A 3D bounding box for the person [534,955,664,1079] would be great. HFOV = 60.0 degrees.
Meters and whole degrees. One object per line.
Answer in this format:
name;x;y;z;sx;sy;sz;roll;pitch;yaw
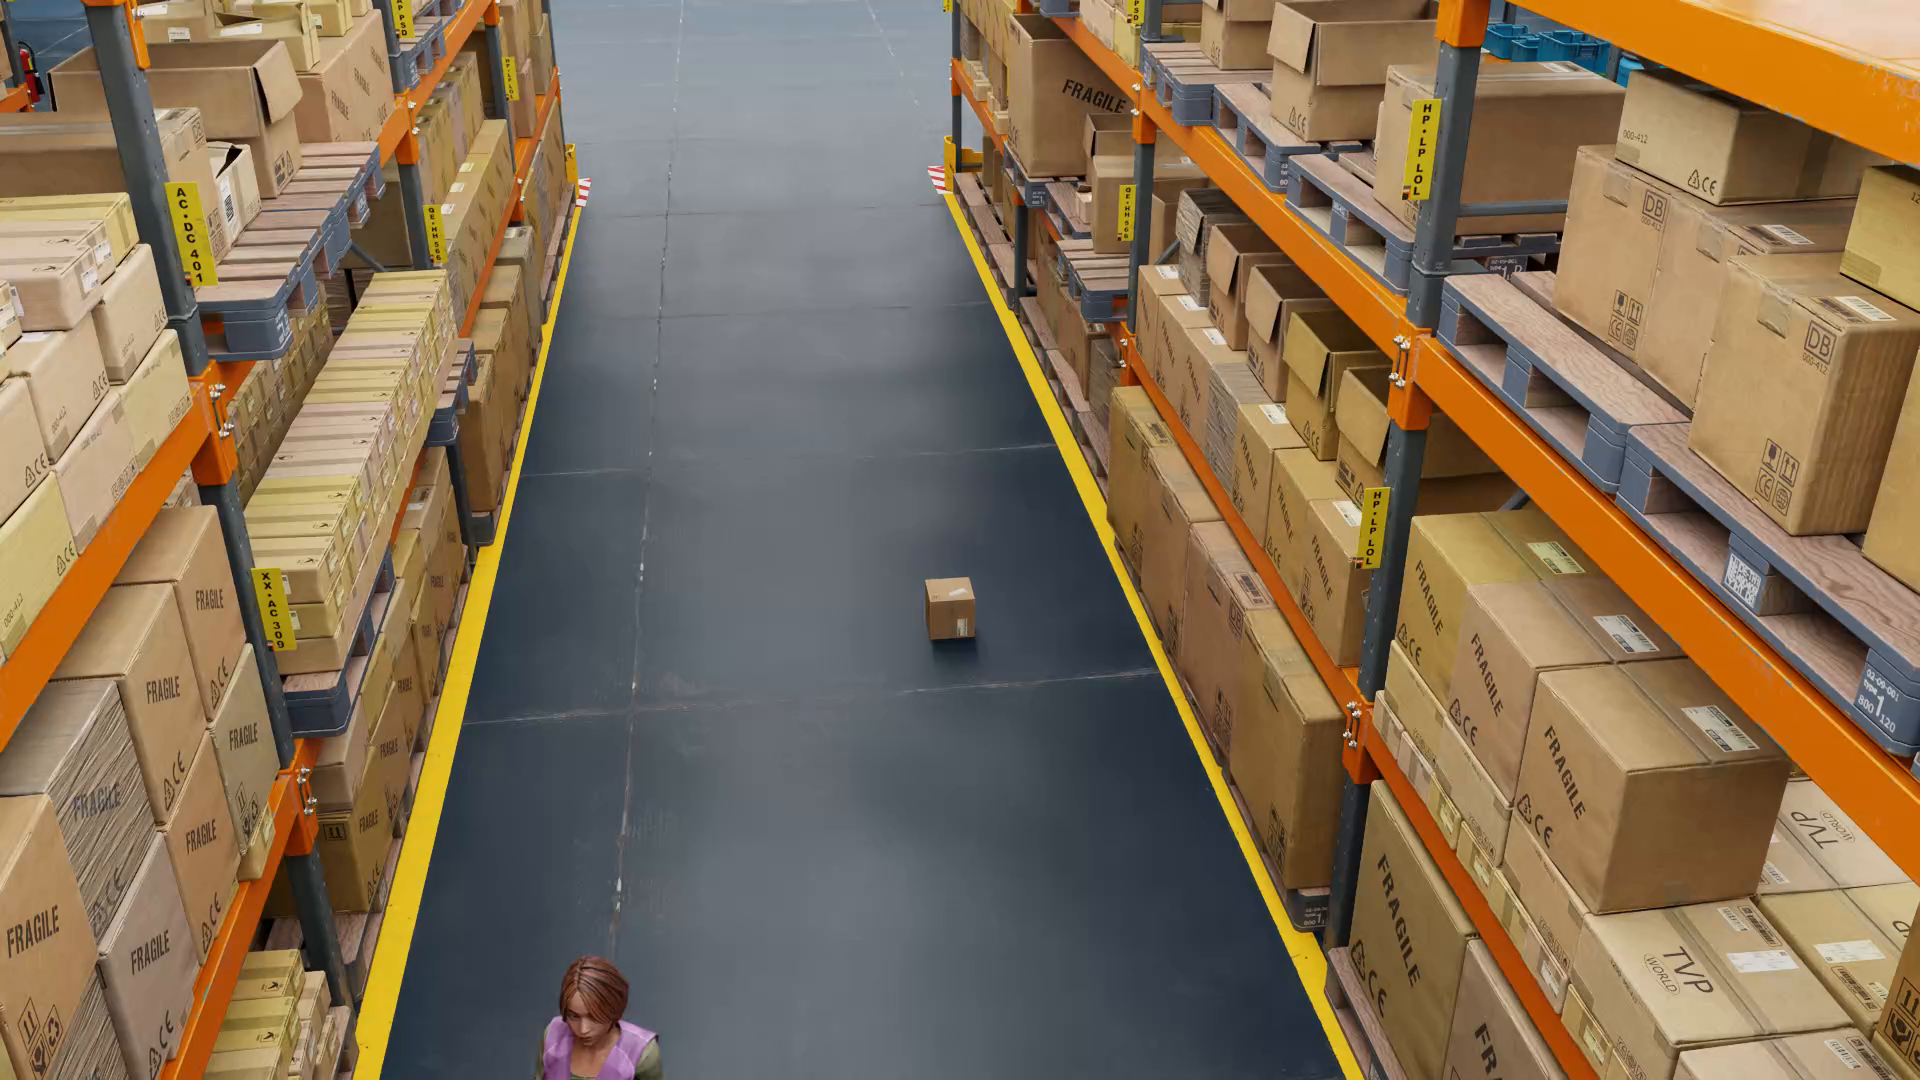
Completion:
person;-1.092;1.936;4.917;0.416;1.533;0.848;9;29;16
